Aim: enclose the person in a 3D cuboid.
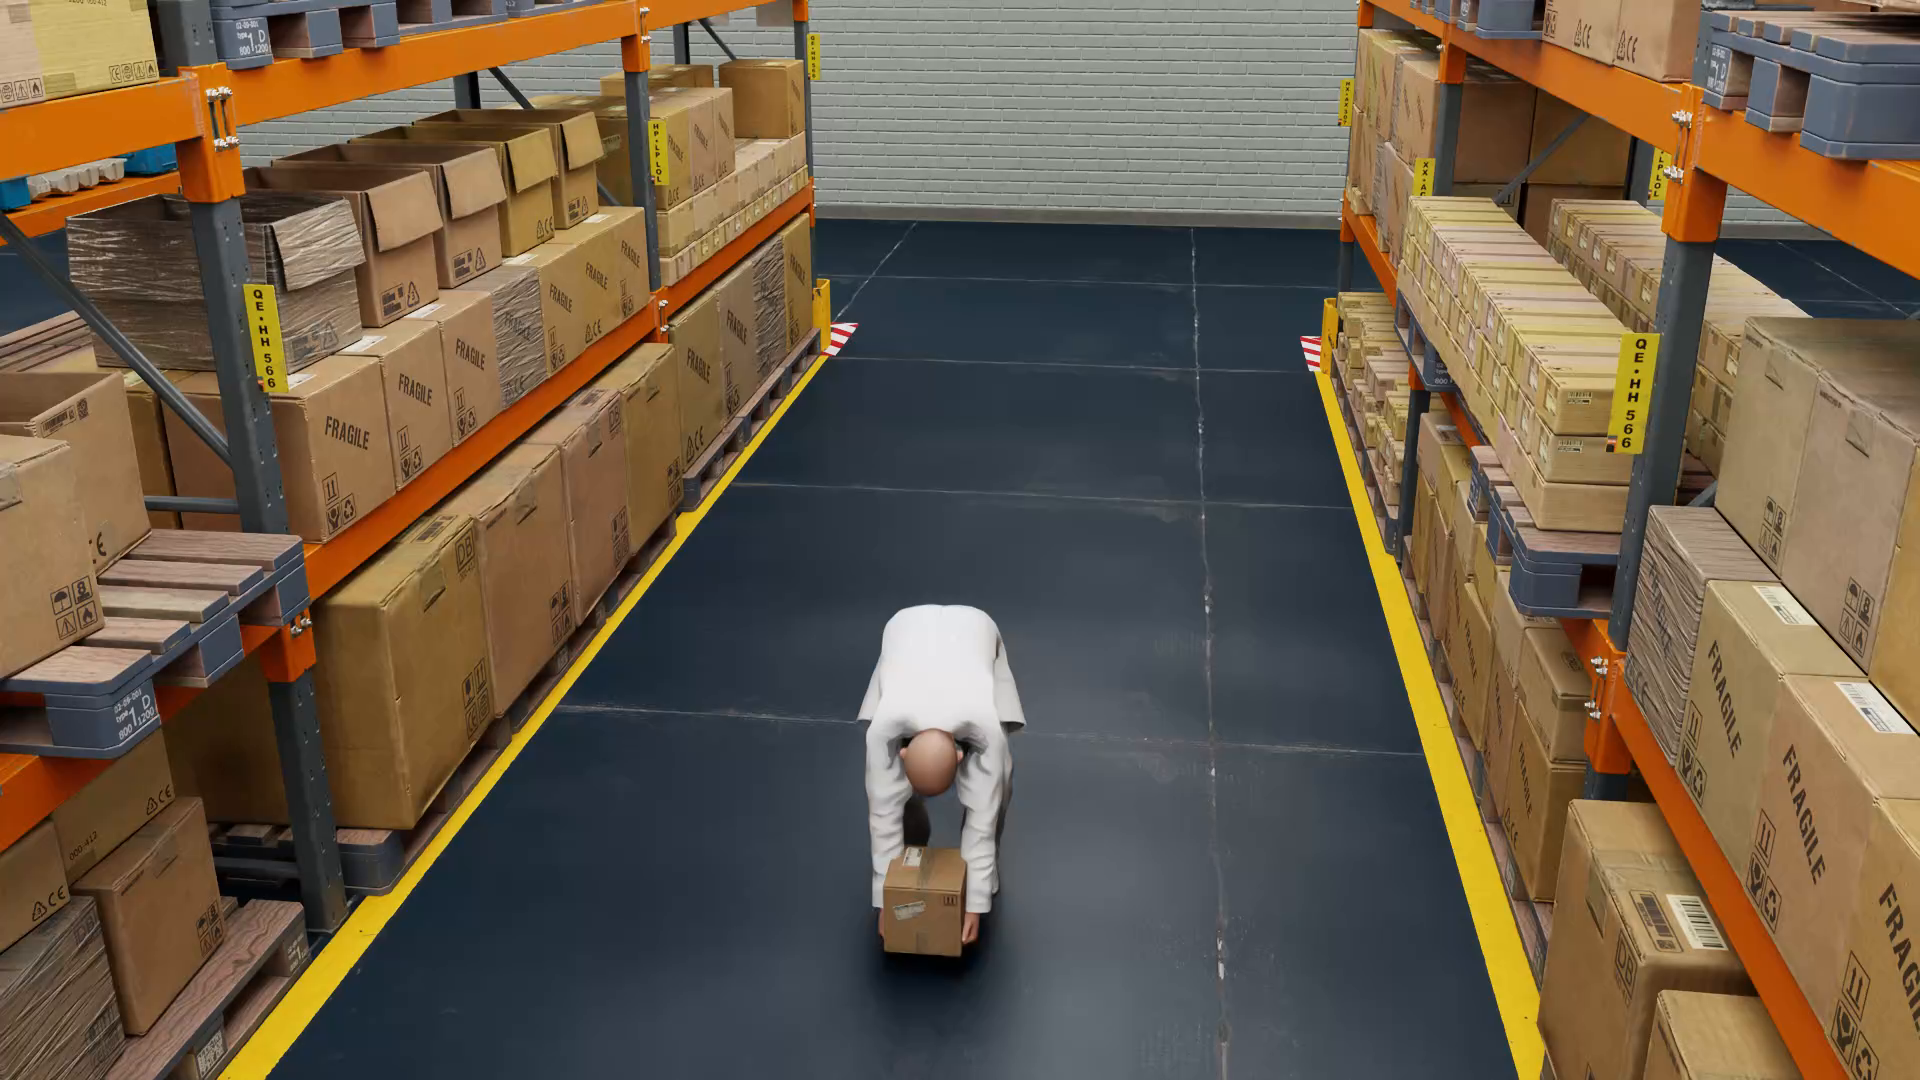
[{"bbox_3d":[-0.055,0.371,5.617,0.566,1.782,0.499,2,21,6],"label":"person"}]
